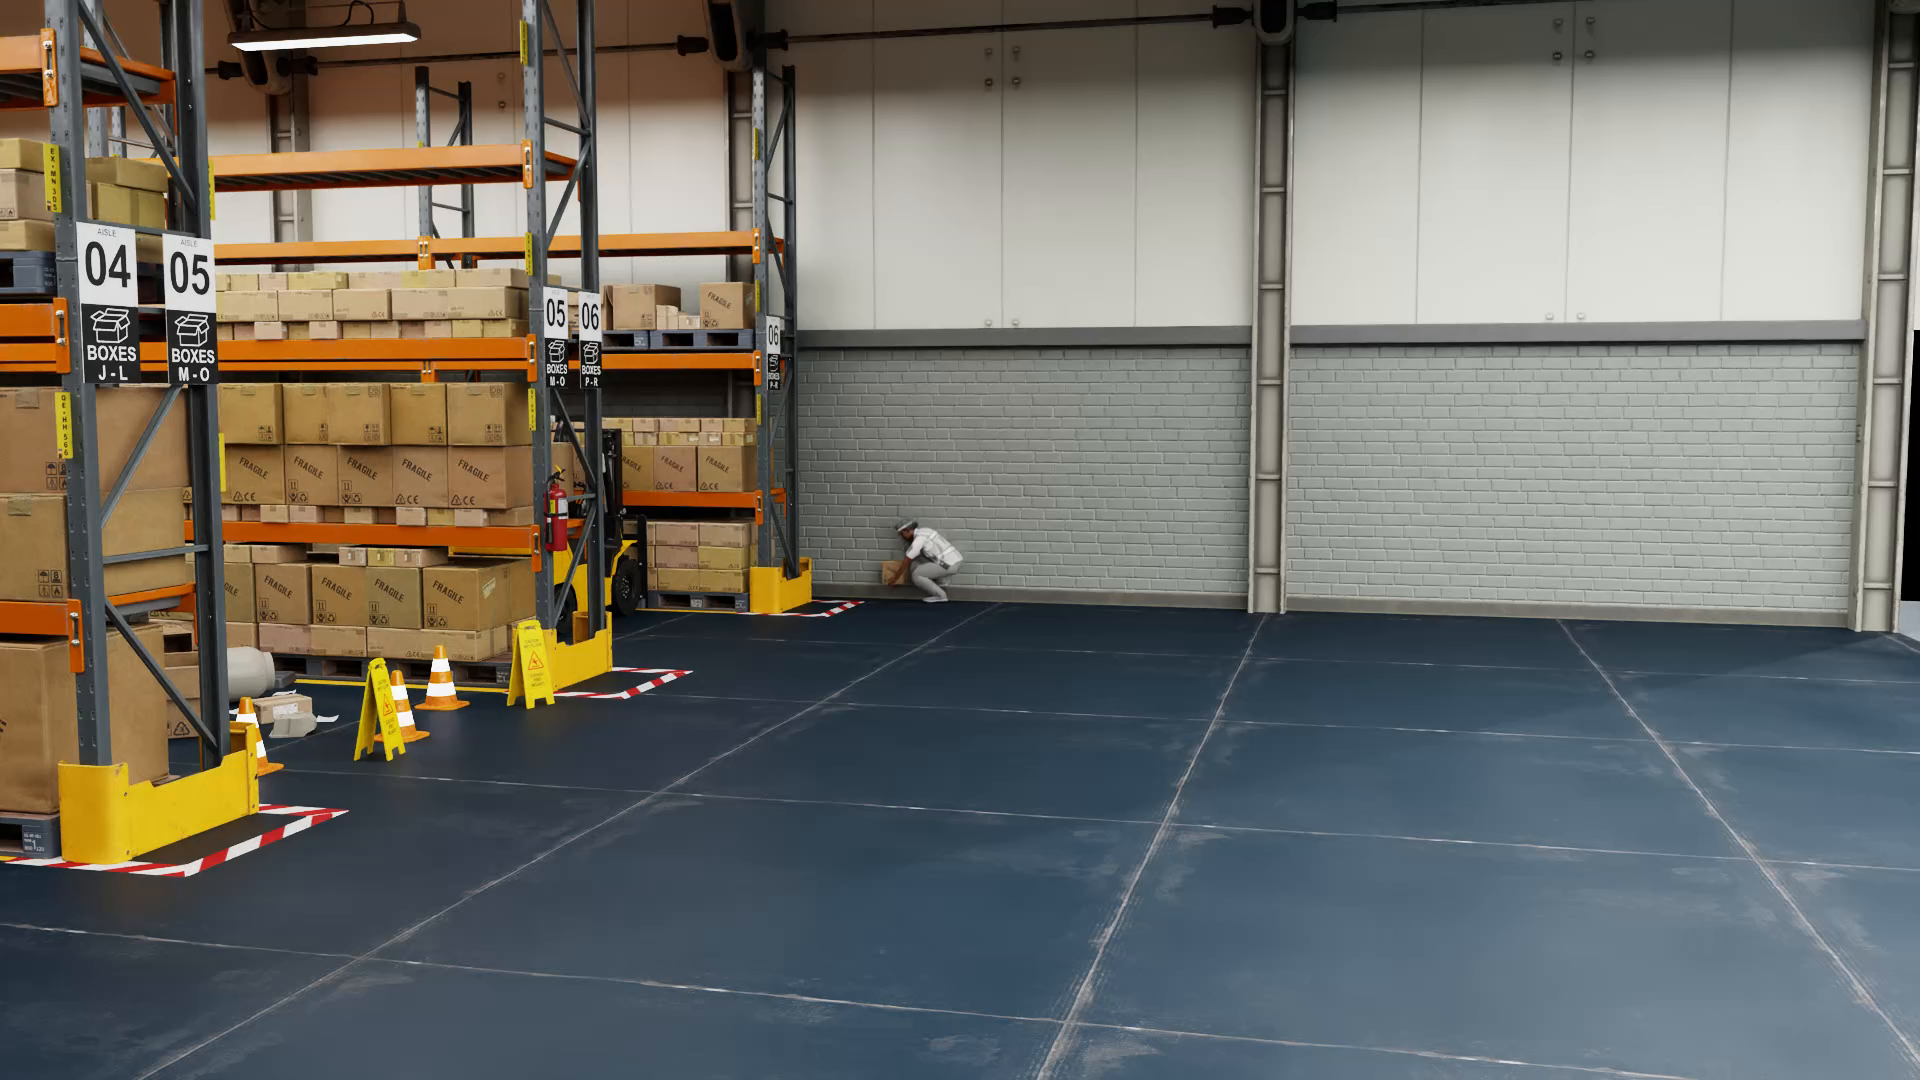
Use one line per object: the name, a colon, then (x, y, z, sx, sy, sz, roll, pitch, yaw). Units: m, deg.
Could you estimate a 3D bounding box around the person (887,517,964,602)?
person: (-0.396, 0.222, 19.051, 0.861, 0.971, 0.480, 1, 5, 14)
